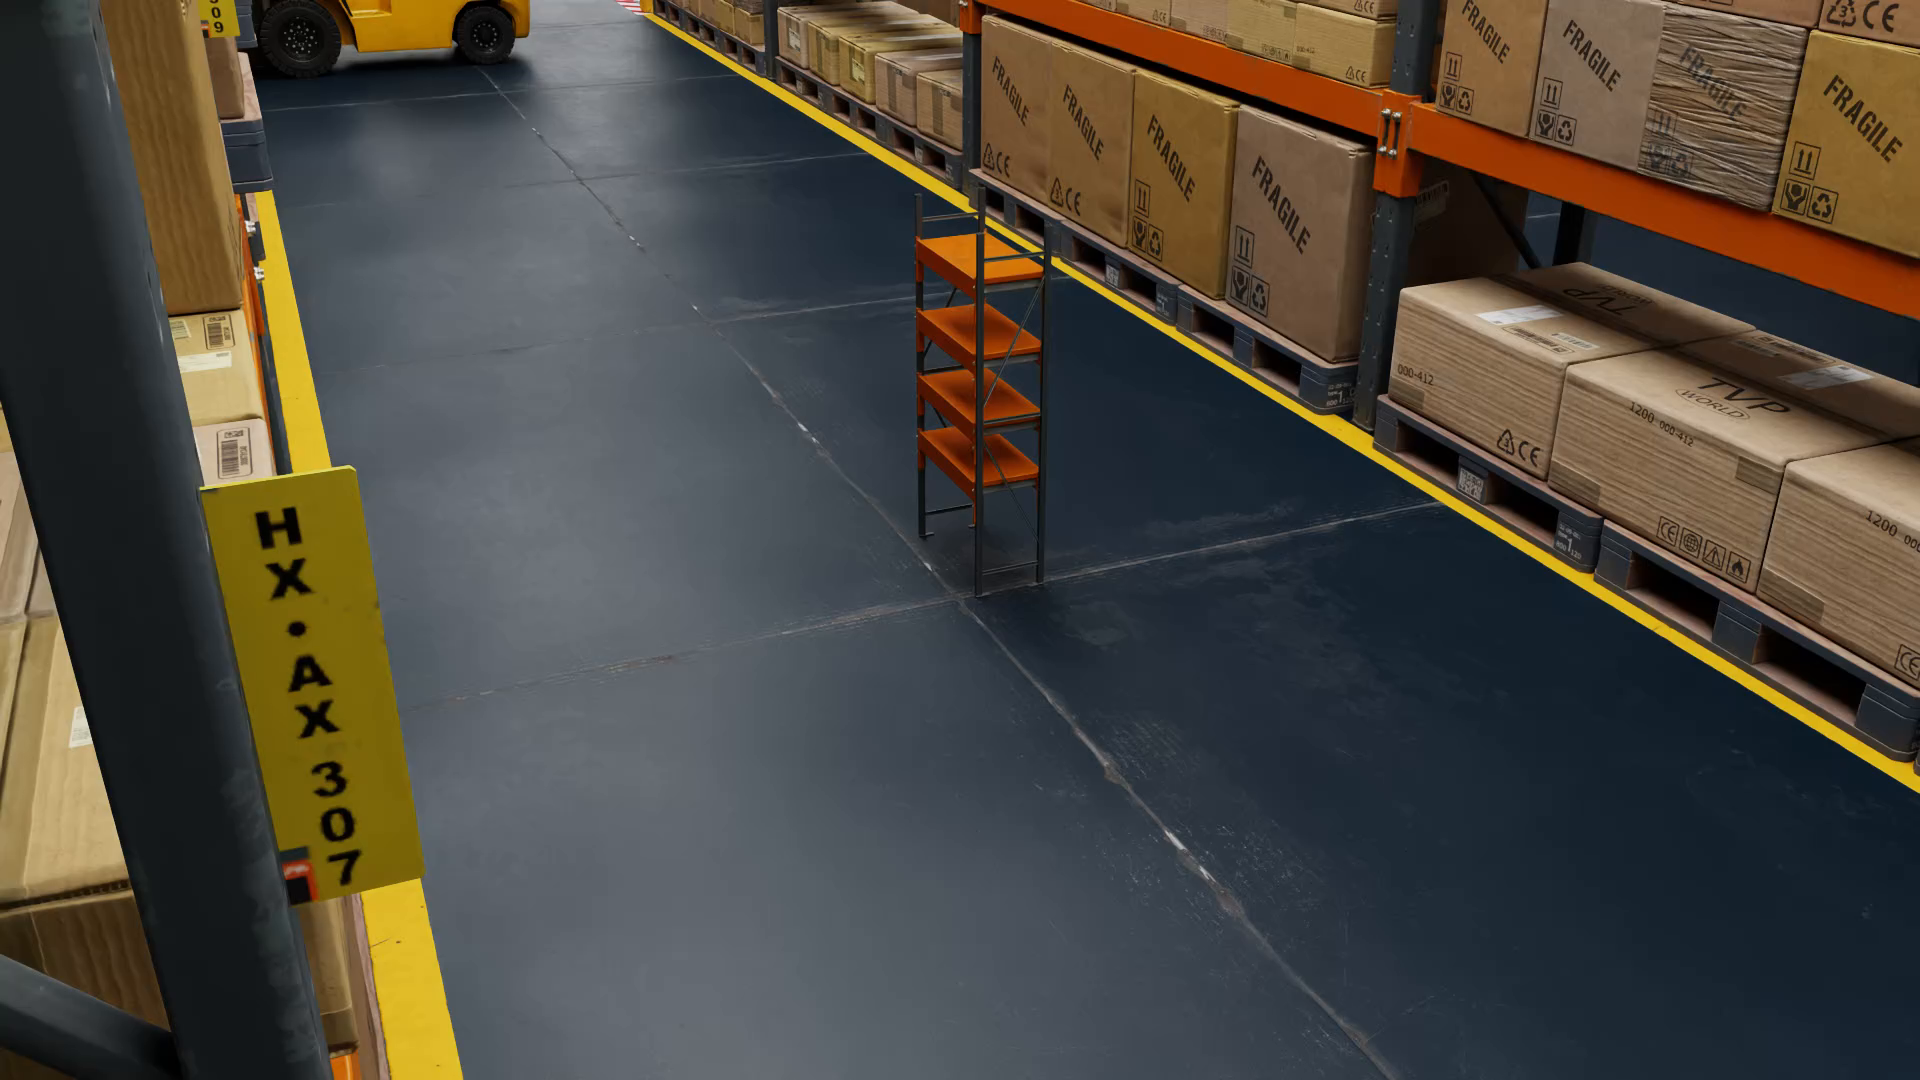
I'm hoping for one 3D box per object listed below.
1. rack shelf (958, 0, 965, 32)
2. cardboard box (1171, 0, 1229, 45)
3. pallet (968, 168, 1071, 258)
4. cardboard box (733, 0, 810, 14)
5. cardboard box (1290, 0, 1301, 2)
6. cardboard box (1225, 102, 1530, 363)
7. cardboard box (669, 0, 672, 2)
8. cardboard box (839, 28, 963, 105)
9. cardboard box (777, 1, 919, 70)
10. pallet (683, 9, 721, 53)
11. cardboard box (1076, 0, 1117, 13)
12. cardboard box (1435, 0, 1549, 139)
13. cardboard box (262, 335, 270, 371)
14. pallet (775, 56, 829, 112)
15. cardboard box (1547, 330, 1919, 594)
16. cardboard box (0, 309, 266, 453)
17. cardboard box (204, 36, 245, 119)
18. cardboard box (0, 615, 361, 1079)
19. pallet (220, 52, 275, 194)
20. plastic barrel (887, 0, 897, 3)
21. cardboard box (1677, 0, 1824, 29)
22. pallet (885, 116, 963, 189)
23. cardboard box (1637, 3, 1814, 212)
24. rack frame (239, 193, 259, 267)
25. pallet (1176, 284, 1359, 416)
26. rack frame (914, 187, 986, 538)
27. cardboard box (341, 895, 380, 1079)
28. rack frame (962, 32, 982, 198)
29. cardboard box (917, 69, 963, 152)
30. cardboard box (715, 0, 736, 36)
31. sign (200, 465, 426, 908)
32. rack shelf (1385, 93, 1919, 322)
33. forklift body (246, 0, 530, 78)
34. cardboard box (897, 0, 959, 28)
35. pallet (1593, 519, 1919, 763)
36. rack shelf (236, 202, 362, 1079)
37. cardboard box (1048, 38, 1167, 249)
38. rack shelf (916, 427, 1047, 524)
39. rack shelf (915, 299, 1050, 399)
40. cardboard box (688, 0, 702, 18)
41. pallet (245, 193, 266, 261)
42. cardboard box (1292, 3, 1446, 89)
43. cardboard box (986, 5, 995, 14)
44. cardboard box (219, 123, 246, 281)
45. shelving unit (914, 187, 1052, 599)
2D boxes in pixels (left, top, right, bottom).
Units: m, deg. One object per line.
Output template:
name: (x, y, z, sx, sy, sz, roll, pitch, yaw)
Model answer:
rack shelf: (-0.286, -3.979, 11.300, 1.077, 0.370, 4.000, -11, 28, -21)
cardboard box: (1.278, -2.363, 7.342, 0.500, 0.250, 0.500, -11, 28, -22)
pallet: (0.737, -1.910, 9.422, 1.003, 0.211, 1.213, -11, 28, -21)
cardboard box: (-1.547, -4.592, 13.538, 0.500, 0.500, 0.500, -11, 28, -21)
cardboard box: (1.465, -2.374, 6.794, 0.500, 0.250, 0.500, -10, 28, -19)
cardboard box: (1.748, -1.350, 7.040, 0.875, 0.875, 0.875, -10, 28, -19)
cardboard box: (-2.574, -5.304, 15.850, 0.500, 0.250, 0.500, -11, 28, -21)
cardboard box: (-0.303, -3.336, 11.680, 0.950, 0.372, 0.625, -10, 28, -19)
cardboard box: (-0.861, -3.906, 12.848, 0.950, 0.372, 0.625, -10, 28, -20)
pallet: (-1.846, -4.615, 14.961, 1.003, 0.211, 1.213, -11, 28, -21)
cardboard box: (0.875, -2.770, 8.174, 0.500, 0.250, 0.500, -10, 28, -19)
cardboard box: (2.007, -1.690, 5.679, 0.500, 0.500, 0.500, -10, 28, -19)
cardboard box: (-3.090, -0.951, 6.649, 0.500, 0.500, 0.500, -12, 28, -22)
pallet: (-0.763, -3.542, 12.765, 1.003, 0.211, 1.213, -11, 28, -21)
cardboard box: (2.562, -0.284, 5.355, 0.875, 0.438, 0.875, -11, 28, -22)
cardboard box: (-1.264, -0.114, 2.397, 0.500, 0.250, 0.500, -11, 28, -22)
cardboard box: (-2.485, -1.493, 4.796, 0.700, 0.500, 0.500, -10, 28, -19)
cardboard box: (-0.865, 0.293, 1.562, 0.500, 0.250, 0.500, -10, 28, -20)
pallet: (-2.714, -1.281, 5.173, 1.003, 0.211, 1.213, -11, 28, -21)
plastic barrel: (-0.433, -4.993, 15.494, 0.512, 0.421, 0.421, 8, 27, 15)
cardboard box: (2.410, -1.727, 4.614, 0.500, 0.500, 0.500, -10, 28, -20)
pallet: (0.193, -2.557, 10.747, 1.003, 0.211, 1.213, -11, 28, -21)
cardboard box: (2.389, -1.285, 4.848, 0.500, 0.500, 0.500, -10, 28, -20)
rack frame: (-4.068, -2.640, 7.739, 1.000, 3.000, 0.127, -11, 28, -21)
pallet: (1.693, -0.925, 7.405, 1.003, 0.211, 1.213, -11, 28, -21)
rack frame: (-0.031, -0.571, 5.552, 0.240, 1.200, 0.015, -11, 28, -21)
cardboard box: (-1.386, 0.909, 2.840, 0.700, 0.500, 0.500, -9, 28, -18)
rack frame: (0.498, -3.495, 9.489, 1.000, 3.000, 0.127, -11, 28, -21)
cardboard box: (0.286, -2.732, 10.444, 0.950, 0.372, 0.625, -13, 29, -24)
cardboard box: (-1.765, -4.468, 14.138, 0.500, 0.250, 0.500, -11, 28, -22)
sign: (-0.436, 0.107, 1.126, 0.100, 0.325, 0.005, -11, 28, -21)
rack shelf: (2.847, -0.749, 4.686, 1.077, 0.370, 4.000, -11, 28, -21)
forklift body: (-4.780, -5.037, 13.614, 2.313, 2.155, 1.214, -11, 28, -21)
cardboard box: (-0.236, -4.654, 14.709, 0.500, 0.500, 0.500, 8, 27, 15)
pallet: (2.772, 0.187, 5.127, 1.003, 0.211, 1.213, -11, 28, -21)
rack shelf: (-1.718, 0.105, 2.936, 1.077, 0.370, 4.000, -11, 28, -21)
cardboard box: (1.037, -2.075, 8.524, 0.875, 0.875, 0.875, -10, 28, -20)
rack shelf: (0.065, -0.233, 5.467, 0.258, 0.148, 0.480, -11, 28, -21)
rack shelf: (0.065, -0.613, 5.281, 0.258, 0.148, 0.480, -11, 28, -21)
cardboard box: (-2.156, -4.879, 14.979, 0.500, 0.250, 0.500, -9, 27, -17)
pallet: (-4.355, -1.726, 9.045, 1.003, 0.211, 1.213, -11, 28, -21)
cardboard box: (1.657, -1.950, 6.497, 0.500, 0.250, 0.500, -11, 28, -22)
cardboard box: (0.382, -5.329, 16.090, 0.637, 0.503, 0.797, 13, 29, 24)
cardboard box: (-1.868, -0.728, 3.655, 0.500, 0.250, 0.500, -10, 28, -20)
shelving unit: (0.065, -0.472, 5.350, 0.258, 1.200, 0.503, -11, 28, -21)
